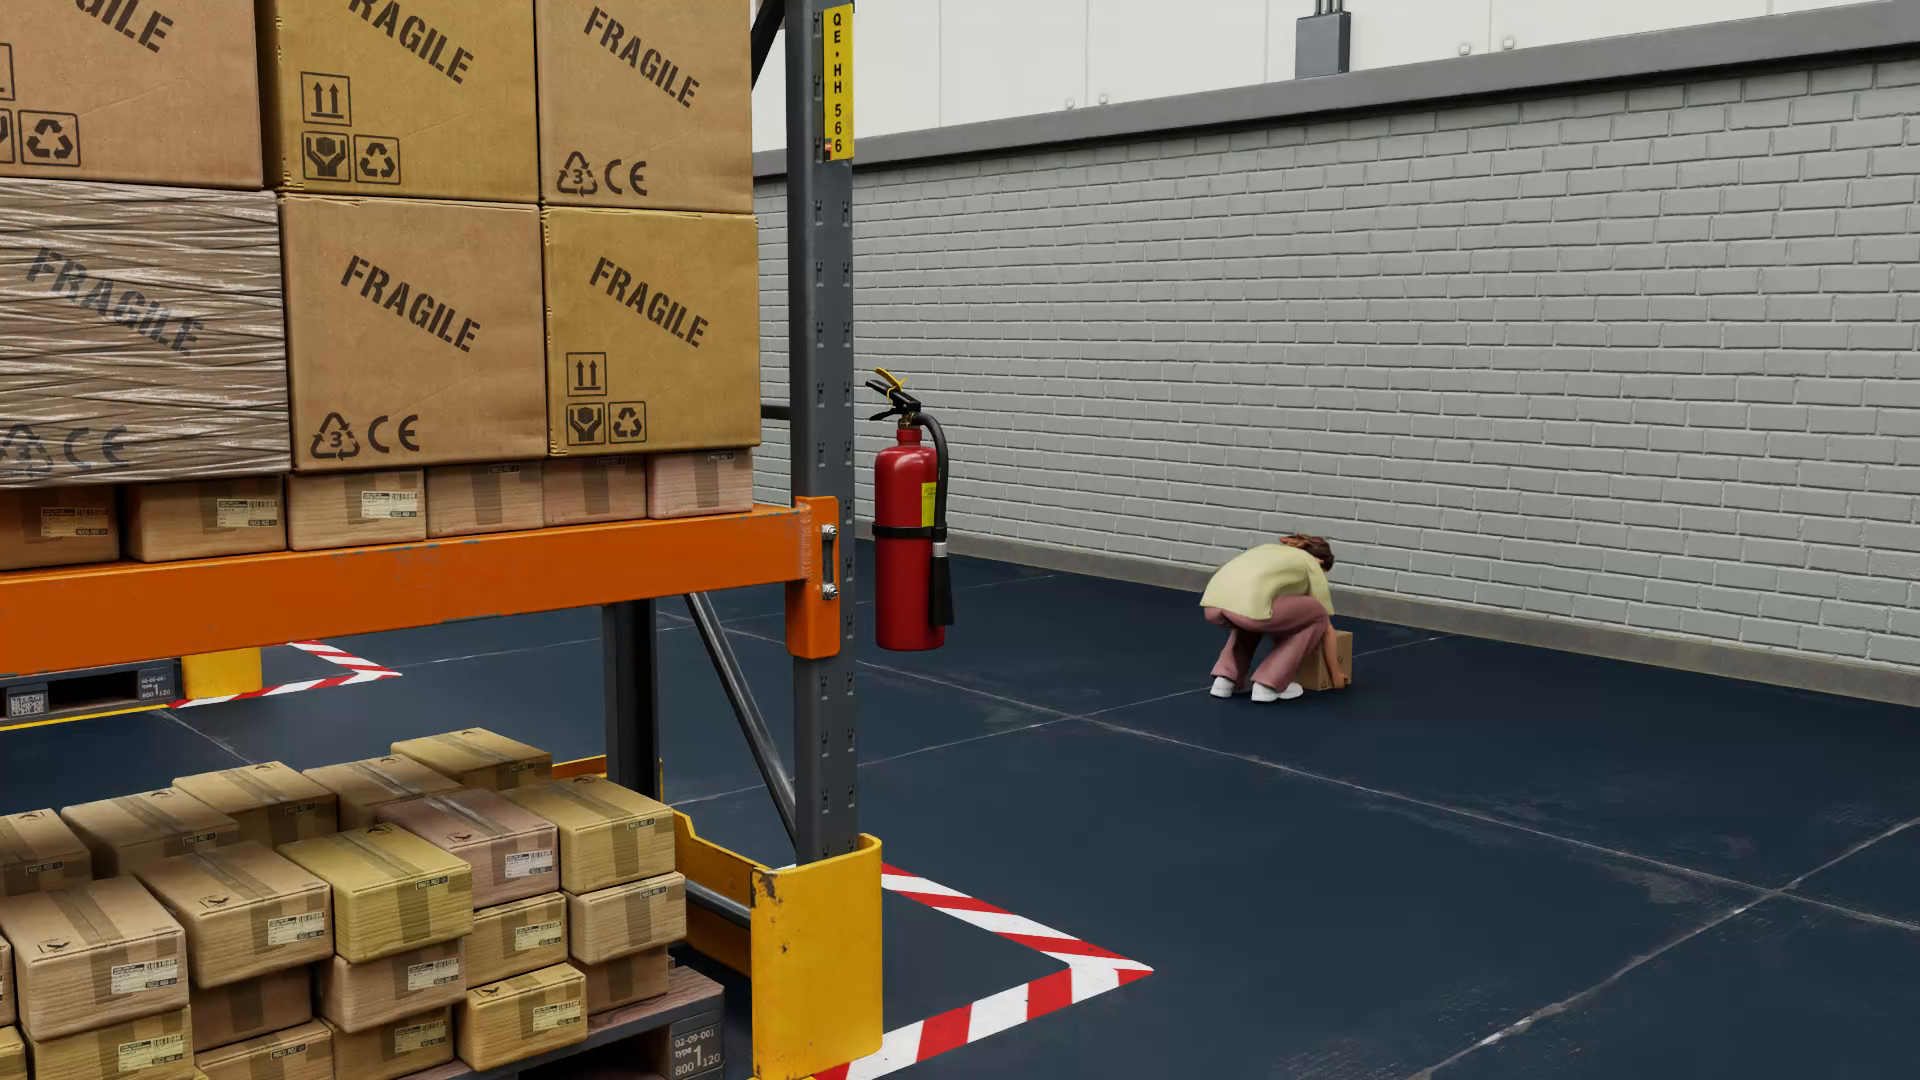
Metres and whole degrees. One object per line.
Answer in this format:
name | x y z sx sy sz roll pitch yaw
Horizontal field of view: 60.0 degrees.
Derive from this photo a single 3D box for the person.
person | 1.468 0.408 7.751 0.856 0.676 0.442 -7 10 -42
